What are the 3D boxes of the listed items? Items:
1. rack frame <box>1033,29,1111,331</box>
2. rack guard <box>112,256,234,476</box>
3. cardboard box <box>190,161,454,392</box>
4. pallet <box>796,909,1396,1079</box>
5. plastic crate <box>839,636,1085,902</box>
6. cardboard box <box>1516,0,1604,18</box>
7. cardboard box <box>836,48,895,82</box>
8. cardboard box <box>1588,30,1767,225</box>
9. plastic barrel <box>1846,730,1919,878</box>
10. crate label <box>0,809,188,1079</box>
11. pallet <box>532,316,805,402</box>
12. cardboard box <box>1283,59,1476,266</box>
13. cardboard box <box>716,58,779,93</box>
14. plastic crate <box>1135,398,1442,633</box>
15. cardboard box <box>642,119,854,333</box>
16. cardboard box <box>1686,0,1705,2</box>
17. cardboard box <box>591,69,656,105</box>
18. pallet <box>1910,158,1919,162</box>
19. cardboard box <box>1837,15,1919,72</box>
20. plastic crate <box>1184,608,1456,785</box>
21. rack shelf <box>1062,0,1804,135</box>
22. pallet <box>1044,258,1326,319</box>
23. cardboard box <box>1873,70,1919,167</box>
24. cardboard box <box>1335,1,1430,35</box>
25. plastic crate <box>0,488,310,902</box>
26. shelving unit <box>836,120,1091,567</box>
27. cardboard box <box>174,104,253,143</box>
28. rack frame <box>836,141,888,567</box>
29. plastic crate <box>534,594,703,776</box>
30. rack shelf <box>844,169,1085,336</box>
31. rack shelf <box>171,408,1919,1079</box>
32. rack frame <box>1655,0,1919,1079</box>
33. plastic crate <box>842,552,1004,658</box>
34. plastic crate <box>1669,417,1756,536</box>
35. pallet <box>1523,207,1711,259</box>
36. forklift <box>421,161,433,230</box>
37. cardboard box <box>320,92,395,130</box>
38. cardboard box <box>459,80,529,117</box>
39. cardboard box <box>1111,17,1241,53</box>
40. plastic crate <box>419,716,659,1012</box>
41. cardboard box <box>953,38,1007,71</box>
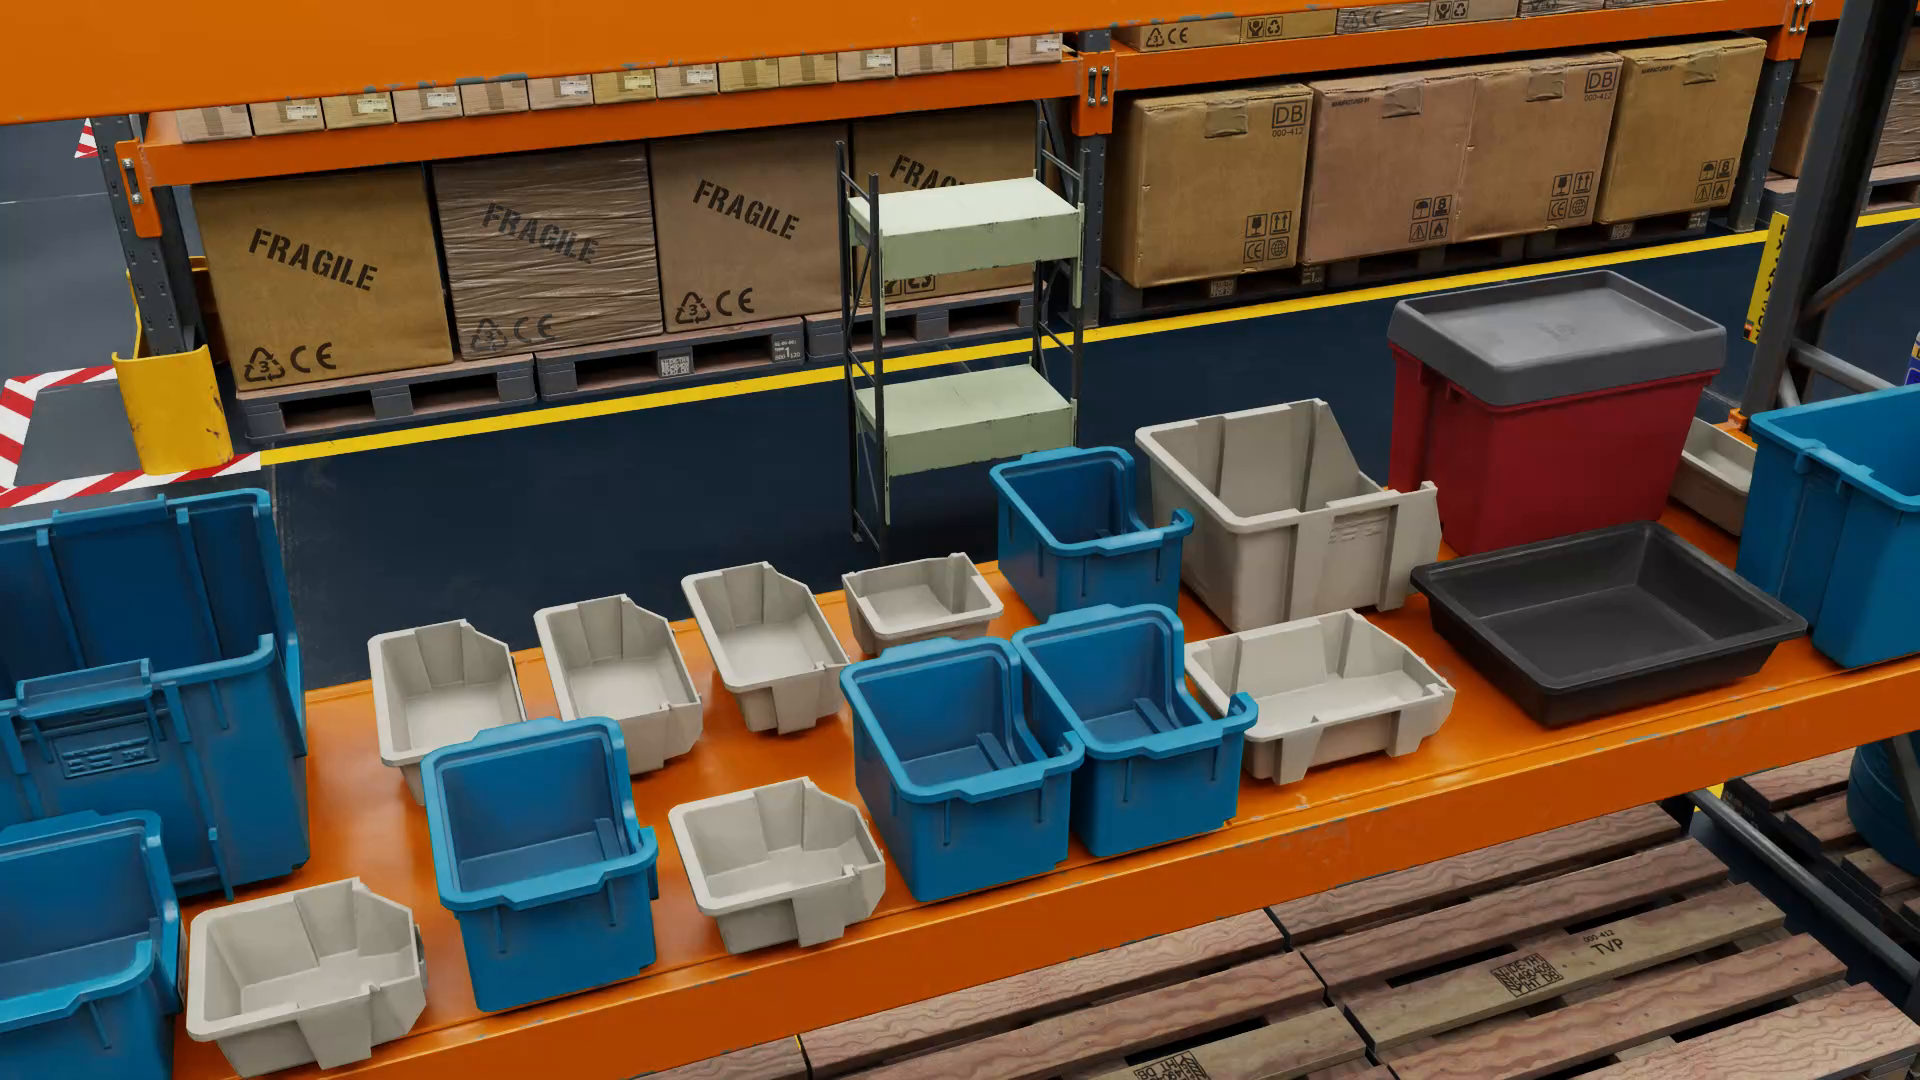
[{"bbox_3d":[0.439,-2.549,7.693,0.127,3.000,1.000,-10,31,-18],"label":"rack frame"},{"bbox_3d":[-3.332,-0.768,7.093,0.348,0.500,1.175,-10,31,-18],"label":"rack guard"},{"bbox_3d":[-2.738,-1.265,7.163,0.875,0.875,0.875,-10,31,-18],"label":"cardboard box"},{"bbox_3d":[0.345,1.318,3.723,1.213,0.211,1.003,-10,31,-18],"label":"pallet"},{"bbox_3d":[-0.002,0.369,2.680,0.300,0.233,0.416,-10,31,-18],"label":"plastic crate"},{"bbox_3d":[2.857,-2.908,8.223,0.500,0.500,0.500,-11,32,-19],"label":"cardboard box"},{"bbox_3d":[-0.455,-2.102,7.163,0.250,0.149,0.380,-10,31,-17],"label":"cardboard box"},{"bbox_3d":[3.534,-2.389,9.135,0.875,0.875,1.225,-12,32,-20],"label":"cardboard box"},{"bbox_3d":[2.682,0.392,4.226,0.708,0.901,0.600,-10,31,-18],"label":"plastic barrel"},{"bbox_3d":[-1.236,0.596,2.281,0.303,0.233,0.416,-10,31,-18],"label":"crate label"},{"bbox_3d":[-1.446,-1.030,7.844,1.213,0.211,1.003,-10,31,-18],"label":"pallet"},{"bbox_3d":[1.869,-2.082,8.597,0.875,0.875,1.225,-12,32,-19],"label":"cardboard box"},{"bbox_3d":[-0.937,-2.013,7.007,0.250,0.149,0.380,-11,31,-18],"label":"cardboard box"},{"bbox_3d":[0.671,-0.047,3.362,0.530,0.282,0.437,-10,31,-18],"label":"plastic crate"},{"bbox_3d":[-1.051,-1.576,7.708,0.875,0.875,0.875,-10,31,-18],"label":"cardboard box"},{"bbox_3d":[3.812,-3.082,8.529,0.500,0.500,0.500,-9,31,-16],"label":"cardboard box"},{"bbox_3d":[-1.421,-1.923,6.850,0.250,0.149,0.380,-11,32,-19],"label":"cardboard box"},{"bbox_3d":[6.063,-2.370,10.198,1.213,0.211,1.003,-10,31,-18],"label":"pallet"},{"bbox_3d":[5.299,-2.896,9.626,0.500,0.250,0.500,-7,30,-12],"label":"cardboard box"},{"bbox_3d":[0.639,0.278,2.938,0.466,0.136,0.293,-10,31,-18],"label":"plastic crate"},{"bbox_3d":[2.314,-2.581,8.477,4.000,0.370,1.077,-10,31,-18],"label":"rack shelf"},{"bbox_3d":[1.136,-1.505,8.679,1.213,0.211,1.003,-10,31,-18],"label":"pallet"},{"bbox_3d":[5.325,-2.571,9.813,0.500,0.500,0.700,-13,32,-22],"label":"cardboard box"},{"bbox_3d":[1.898,-2.729,7.909,0.500,0.500,0.500,-11,32,-19],"label":"cardboard box"},{"bbox_3d":[-1.334,0.254,2.678,0.499,0.435,0.616,-10,31,-18],"label":"plastic crate"},{"bbox_3d":[0.006,-0.653,5.881,0.755,1.500,0.431,-10,31,-18],"label":"shelving unit"},{"bbox_3d":[-2.862,-1.657,6.383,0.250,0.149,0.380,-10,31,-17],"label":"cardboard box"},{"bbox_3d":[-0.337,-0.590,5.770,0.023,1.500,0.400,-10,31,-18],"label":"rack frame"},{"bbox_3d":[-0.605,0.260,2.969,0.243,0.136,0.396,-10,31,-18],"label":"plastic crate"},{"bbox_3d":[0.006,-0.992,5.688,0.720,0.370,0.431,-10,31,-18],"label":"rack shelf"},{"bbox_3d":[0.292,0.407,3.232,4.000,0.370,1.077,-10,31,-18],"label":"rack shelf"},{"bbox_3d":[2.166,-0.251,3.660,0.127,3.000,1.000,-10,31,-18],"label":"rack frame"},{"bbox_3d":[-0.081,0.141,3.178,0.250,0.136,0.298,-10,31,-18],"label":"plastic crate"},{"bbox_3d":[1.680,-0.148,3.686,0.243,0.136,0.396,-10,31,-18],"label":"plastic crate"},{"bbox_3d":[3.423,-1.926,9.418,1.213,0.211,1.003,-10,31,-18],"label":"pallet"},{"bbox_3d":[-1.993,-3.351,9.172,3.031,2.935,1.130,-11,32,-19],"label":"forklift"},{"bbox_3d":[-2.382,-1.747,6.539,0.250,0.149,0.380,-11,32,-19],"label":"cardboard box"},{"bbox_3d":[-1.900,-1.836,6.695,0.250,0.149,0.380,-11,31,-19],"label":"cardboard box"},{"bbox_3d":[0.958,-2.556,7.604,0.500,0.500,0.500,-10,31,-17],"label":"cardboard box"},{"bbox_3d":[-0.619,0.483,2.481,0.300,0.233,0.416,-10,31,-18],"label":"plastic crate"},{"bbox_3d":[0.026,-2.190,7.318,0.250,0.149,0.380,-10,31,-17],"label":"cardboard box"}]
